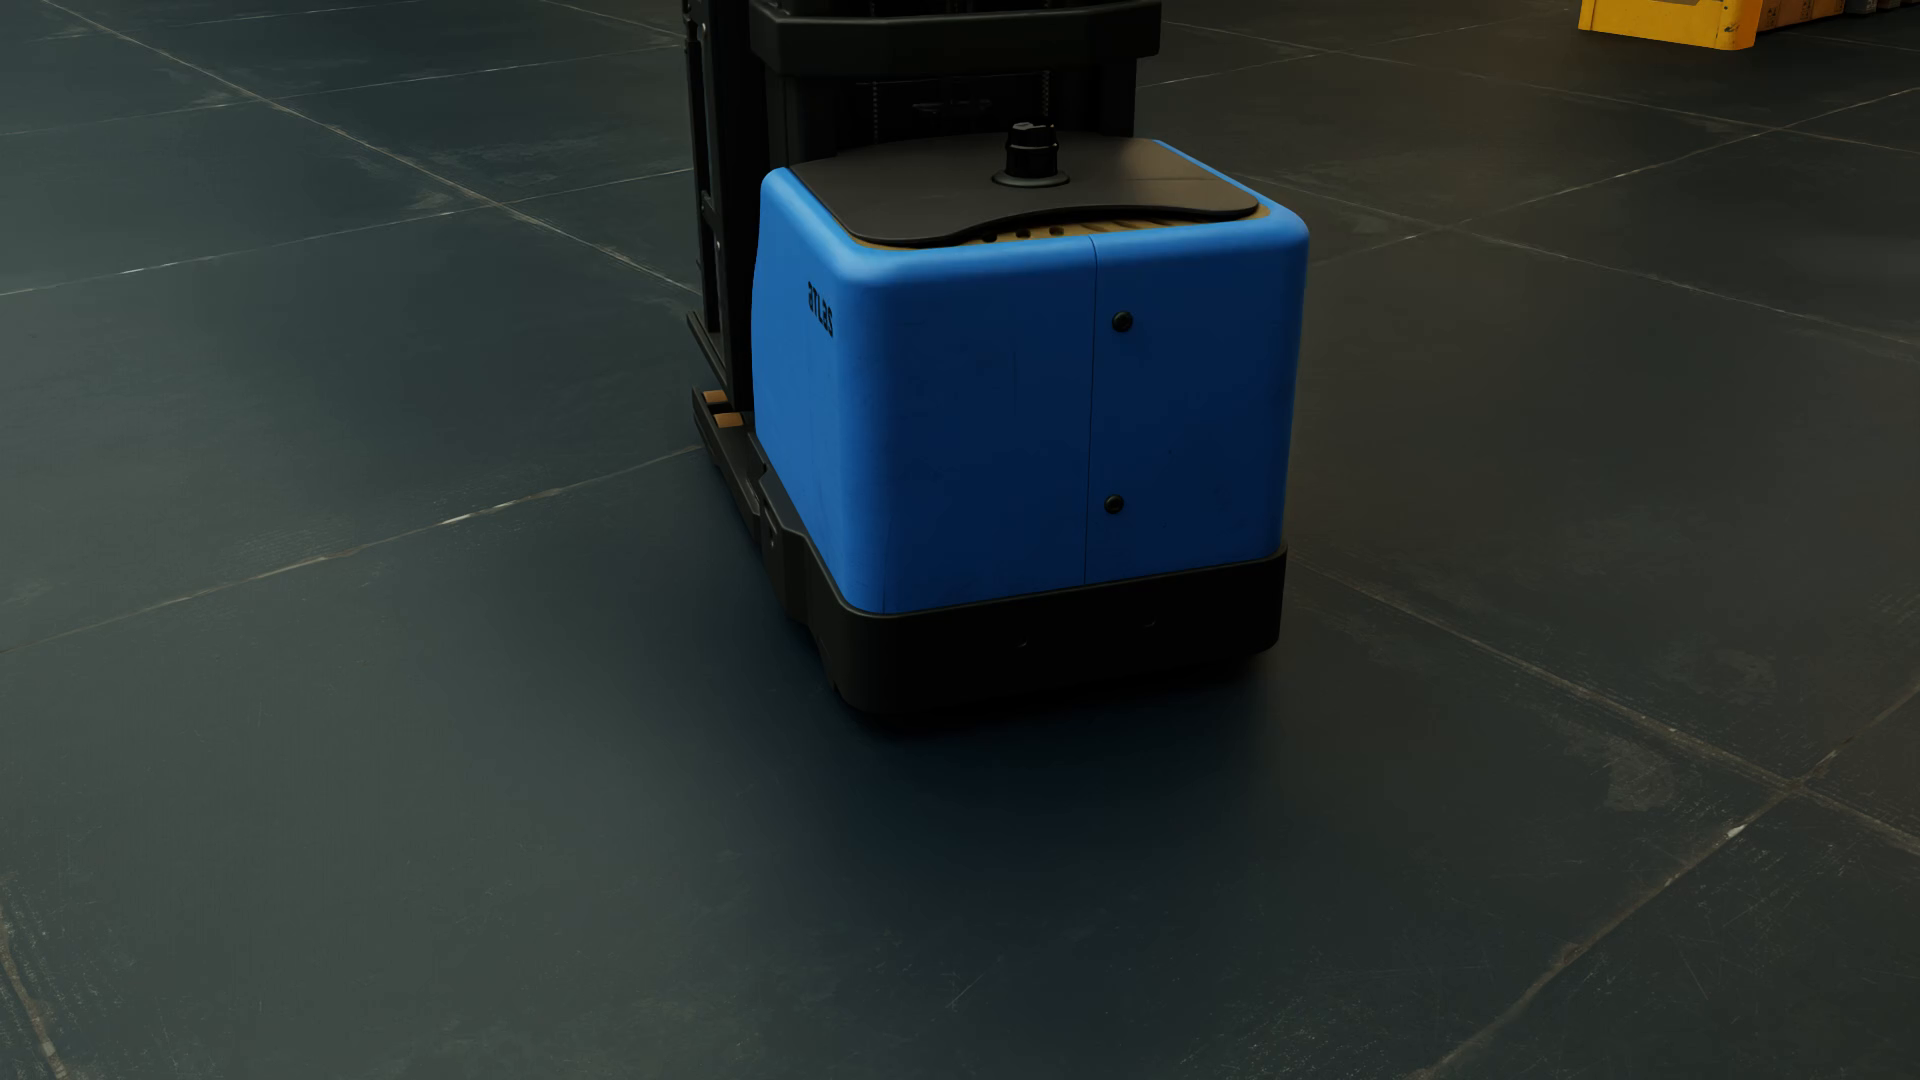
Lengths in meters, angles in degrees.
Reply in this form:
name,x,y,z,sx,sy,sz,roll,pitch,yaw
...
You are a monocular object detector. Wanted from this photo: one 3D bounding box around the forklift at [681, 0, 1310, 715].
name,x,y,z,sx,sy,sz,roll,pitch,yaw
forklift,-0.185,-1.571,4.371,1.130,2.935,3.031,-8,27,-16
